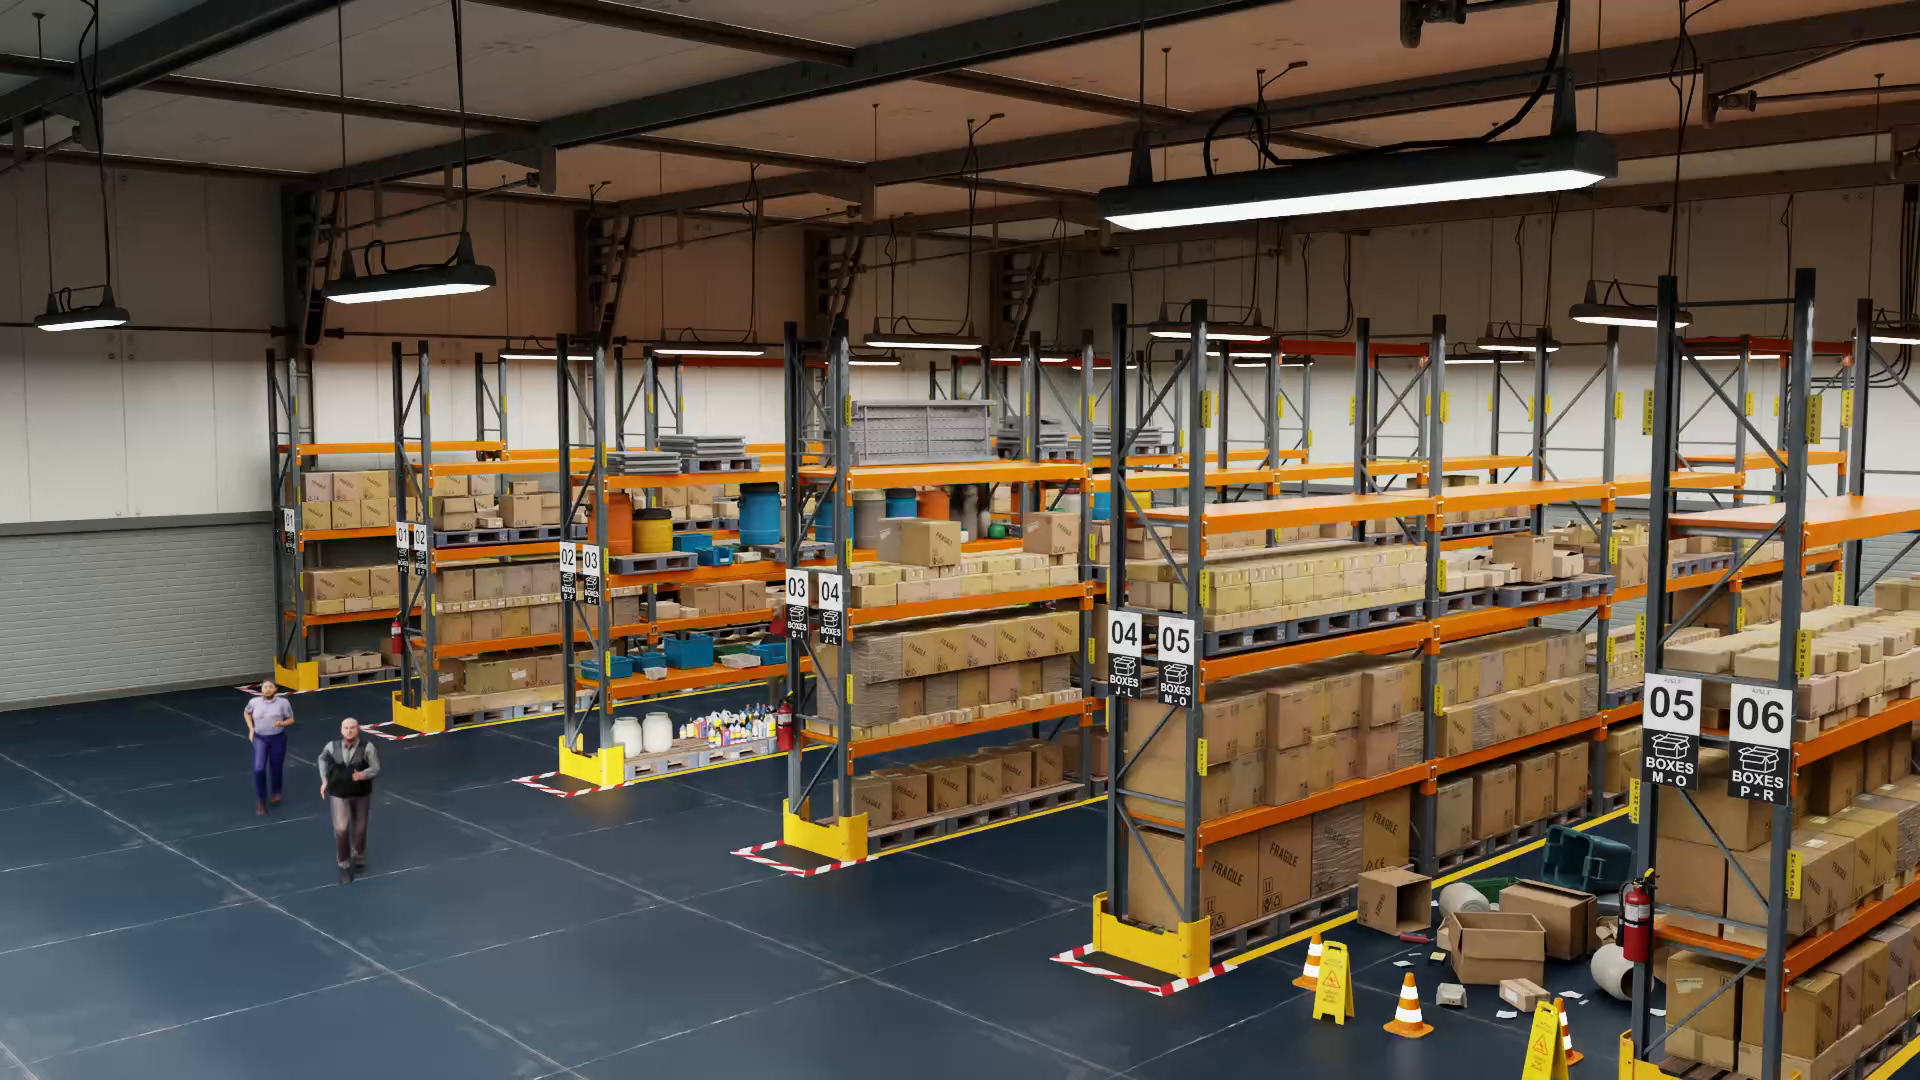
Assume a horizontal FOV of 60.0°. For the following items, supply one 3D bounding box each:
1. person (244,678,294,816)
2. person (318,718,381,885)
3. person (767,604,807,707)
[{"bbox_3d":[-8.599,2.573,20.728,0.584,1.697,0.728,-2,5,-22],"label":"person"},{"bbox_3d":[-6.513,2.775,17.777,0.623,1.776,0.833,-2,5,-21],"label":"person"},{"bbox_3d":[-2.874,1.943,27.510,0.793,1.788,0.675,-5,7,-43],"label":"person"}]
